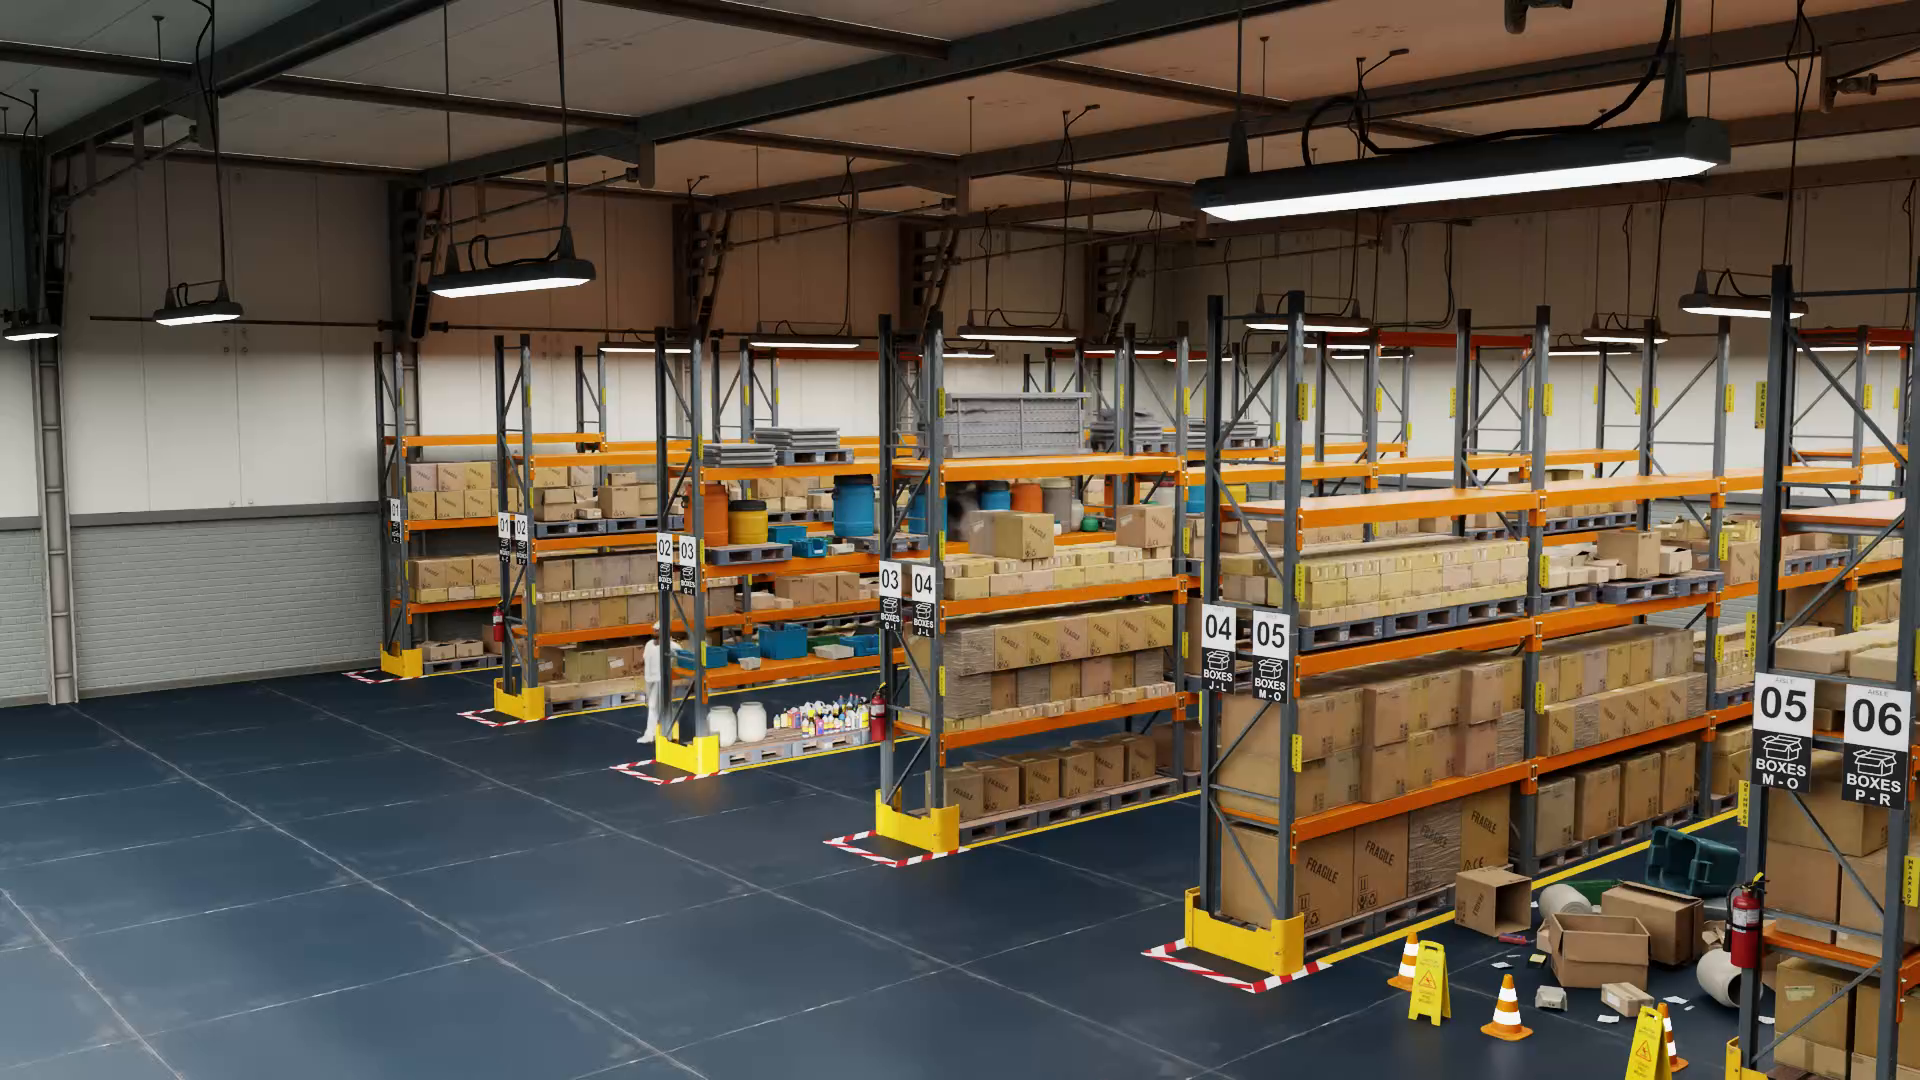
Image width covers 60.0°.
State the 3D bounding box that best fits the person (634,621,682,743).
[{"bbox_3d":[-4.421,2.055,24.360,0.703,1.740,0.934,4,6,35],"label":"person"}]
